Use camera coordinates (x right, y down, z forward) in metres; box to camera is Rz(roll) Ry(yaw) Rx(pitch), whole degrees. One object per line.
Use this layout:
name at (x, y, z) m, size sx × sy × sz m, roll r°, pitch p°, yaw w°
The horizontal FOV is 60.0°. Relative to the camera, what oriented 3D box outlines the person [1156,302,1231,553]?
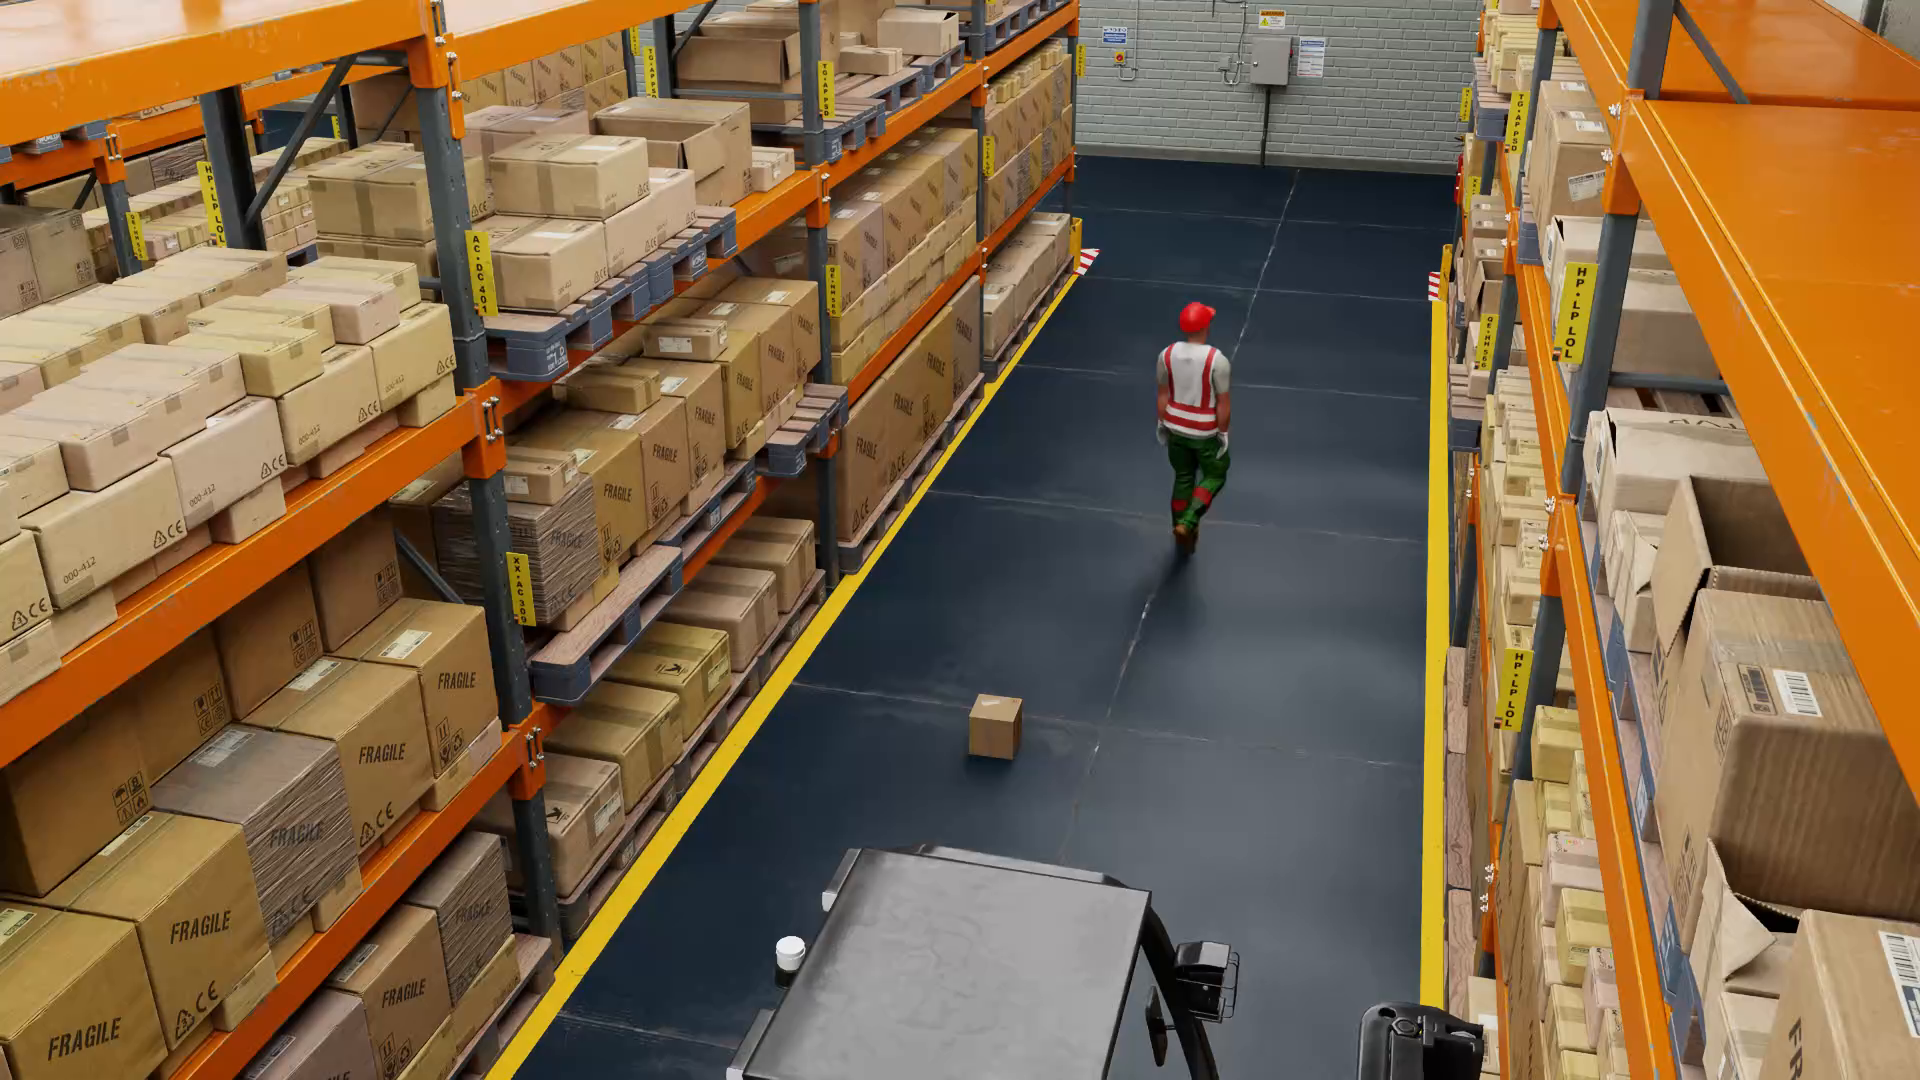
person at (1.563, -0.740, 11.216) m, size 0.545 × 1.780 × 0.609 m, roll 15°, pitch 29°, yaw 28°
